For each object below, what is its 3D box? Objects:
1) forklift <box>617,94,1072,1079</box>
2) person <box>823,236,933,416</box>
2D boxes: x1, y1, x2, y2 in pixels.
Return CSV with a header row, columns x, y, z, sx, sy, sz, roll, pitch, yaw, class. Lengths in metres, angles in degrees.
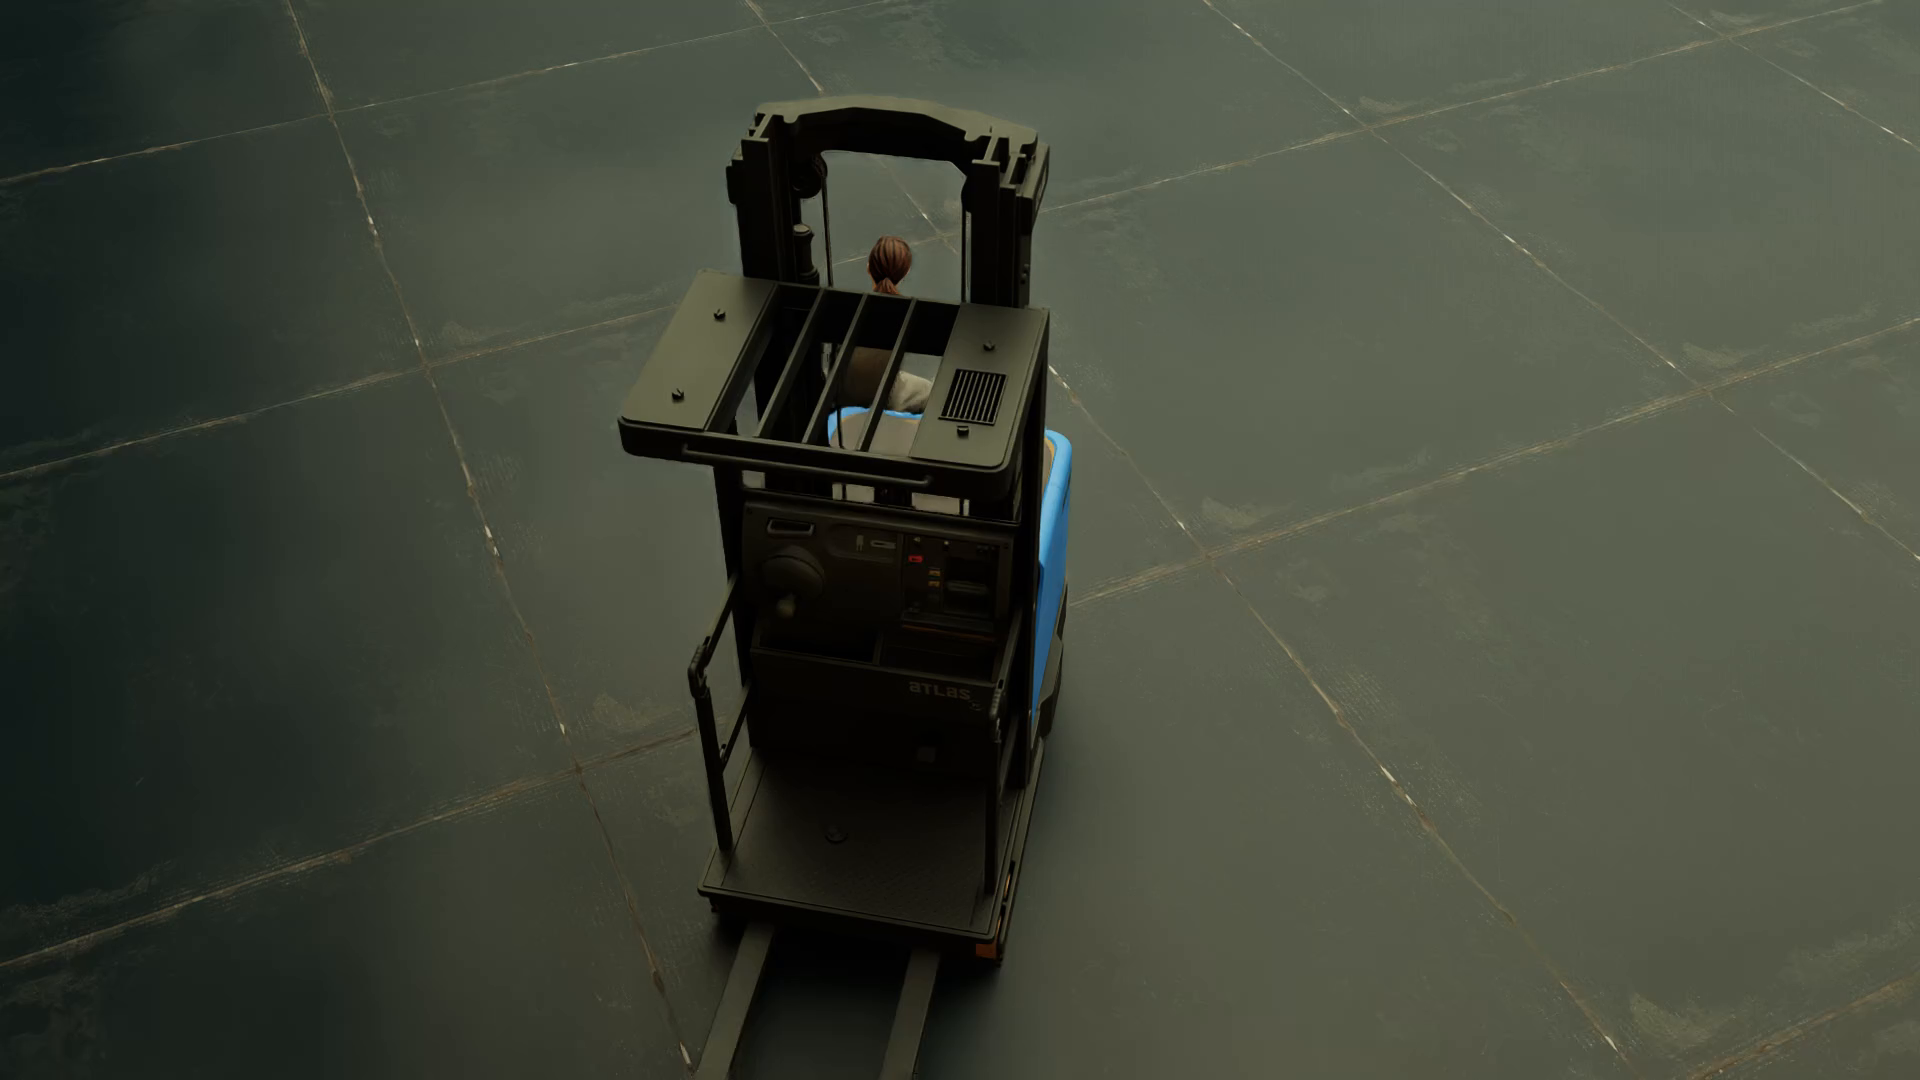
x,y,z,sx,sy,sz,roll,pitch,yaw,class
-0.324,0.197,5.469,1.130,2.935,3.031,8,44,8,forklift
-0.345,-0.813,7.594,0.756,1.507,0.713,-3,43,-3,person
